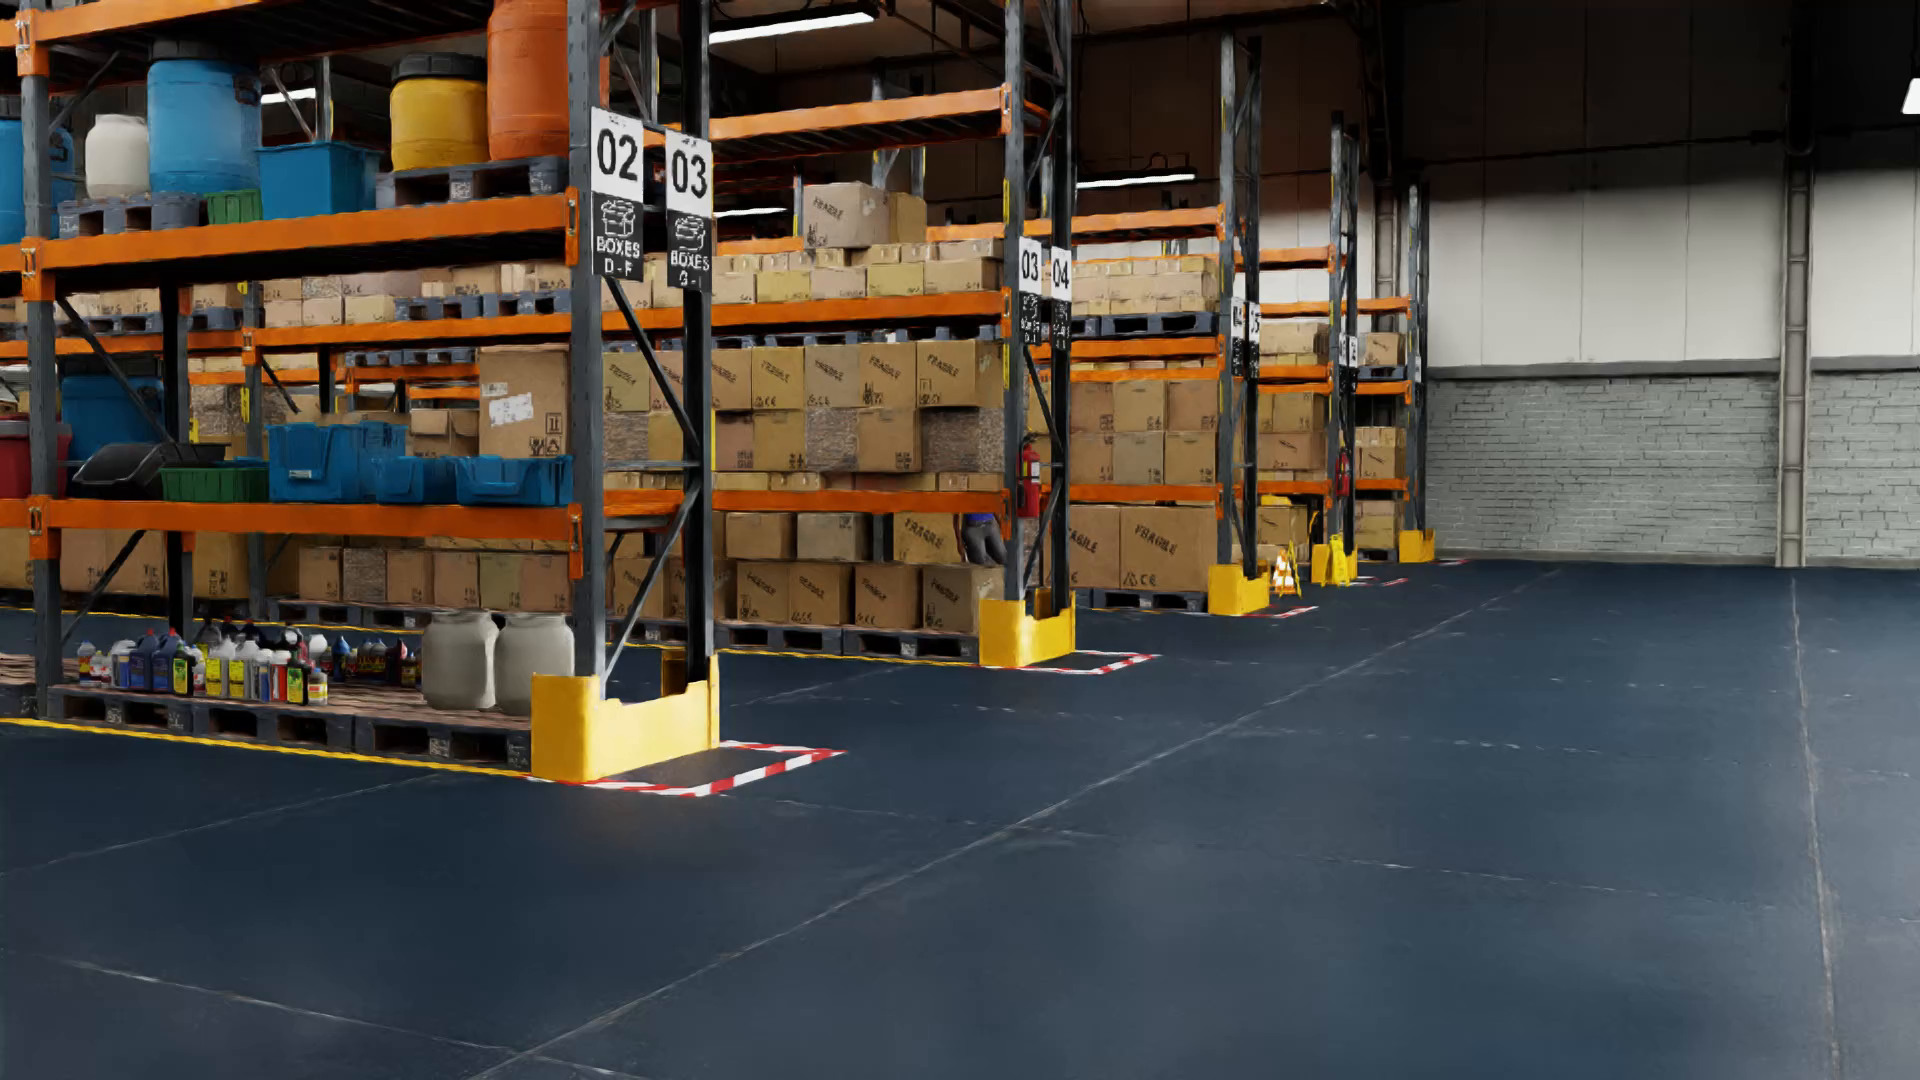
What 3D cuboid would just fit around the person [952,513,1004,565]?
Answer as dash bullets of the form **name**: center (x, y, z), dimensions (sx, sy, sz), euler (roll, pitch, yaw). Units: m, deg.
- **person**: center (0.225, -0.065, 15.940), dimensions (0.555, 1.580, 0.432), euler (-2, 3, -30)
